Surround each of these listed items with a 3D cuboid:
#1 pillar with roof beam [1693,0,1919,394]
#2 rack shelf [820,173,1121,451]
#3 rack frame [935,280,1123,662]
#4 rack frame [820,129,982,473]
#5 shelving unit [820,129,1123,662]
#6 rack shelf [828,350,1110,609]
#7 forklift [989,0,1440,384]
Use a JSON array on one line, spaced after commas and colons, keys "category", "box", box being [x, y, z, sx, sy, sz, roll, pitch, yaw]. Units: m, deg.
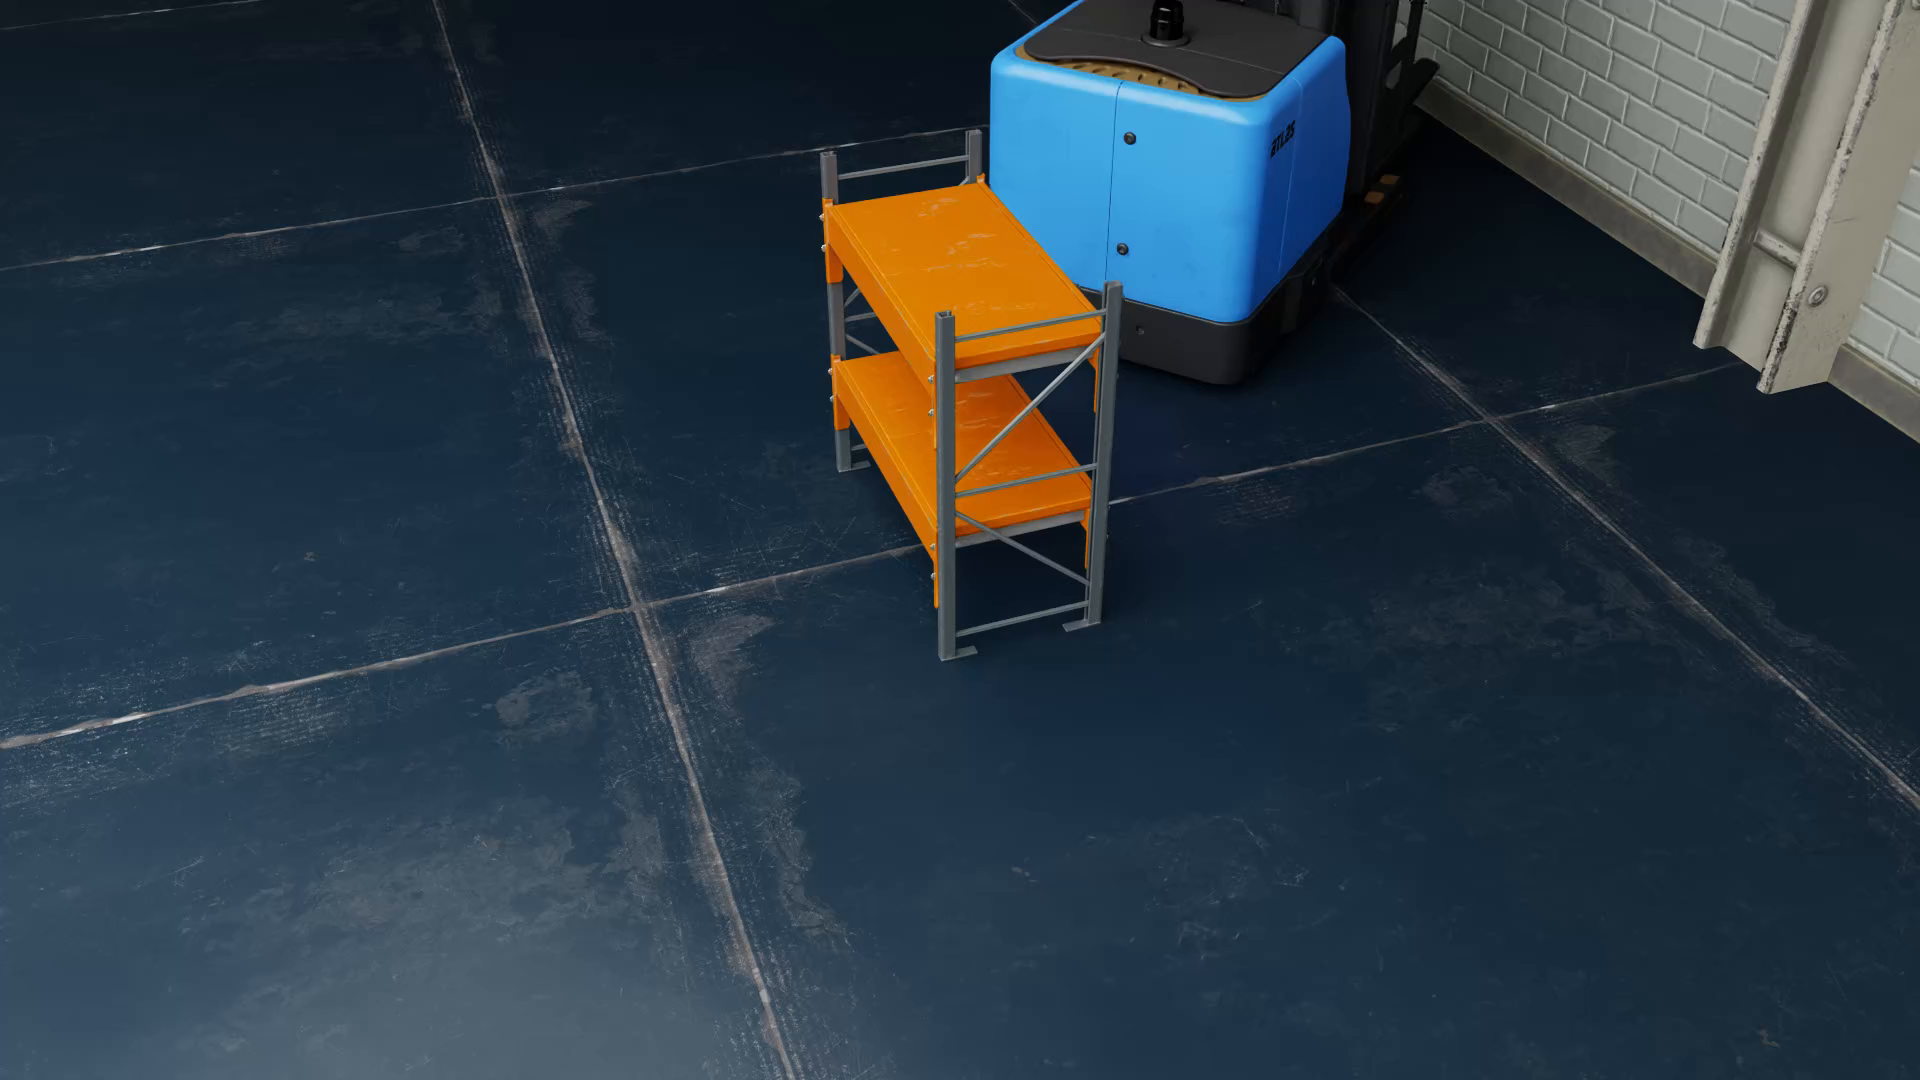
[{"category": "pillar with roof beam", "box": [-1.086, -3.366, 2.240, 9.100, 9.000, 0.400, -12, 39, -16]}, {"category": "rack shelf", "box": [0.002, -0.679, 4.730, 0.538, 0.278, 1.000, -12, 39, -16]}, {"category": "rack frame", "box": [0.177, -0.158, 4.525, 0.500, 1.125, 0.032, -12, 39, -16]}, {"category": "rack frame", "box": [-0.173, -0.733, 5.288, 0.500, 1.125, 0.032, -12, 39, -16]}, {"category": "shelving unit", "box": [0.002, -0.445, 4.907, 0.538, 1.125, 1.048, -12, 39, -16]}, {"category": "rack shelf", "box": [0.002, -0.250, 5.054, 0.538, 0.278, 1.000, -12, 39, -16]}, {"category": "forklift", "box": [1.252, -2.586, 6.247, 1.130, 2.935, 3.031, 19, 41, 23]}]
